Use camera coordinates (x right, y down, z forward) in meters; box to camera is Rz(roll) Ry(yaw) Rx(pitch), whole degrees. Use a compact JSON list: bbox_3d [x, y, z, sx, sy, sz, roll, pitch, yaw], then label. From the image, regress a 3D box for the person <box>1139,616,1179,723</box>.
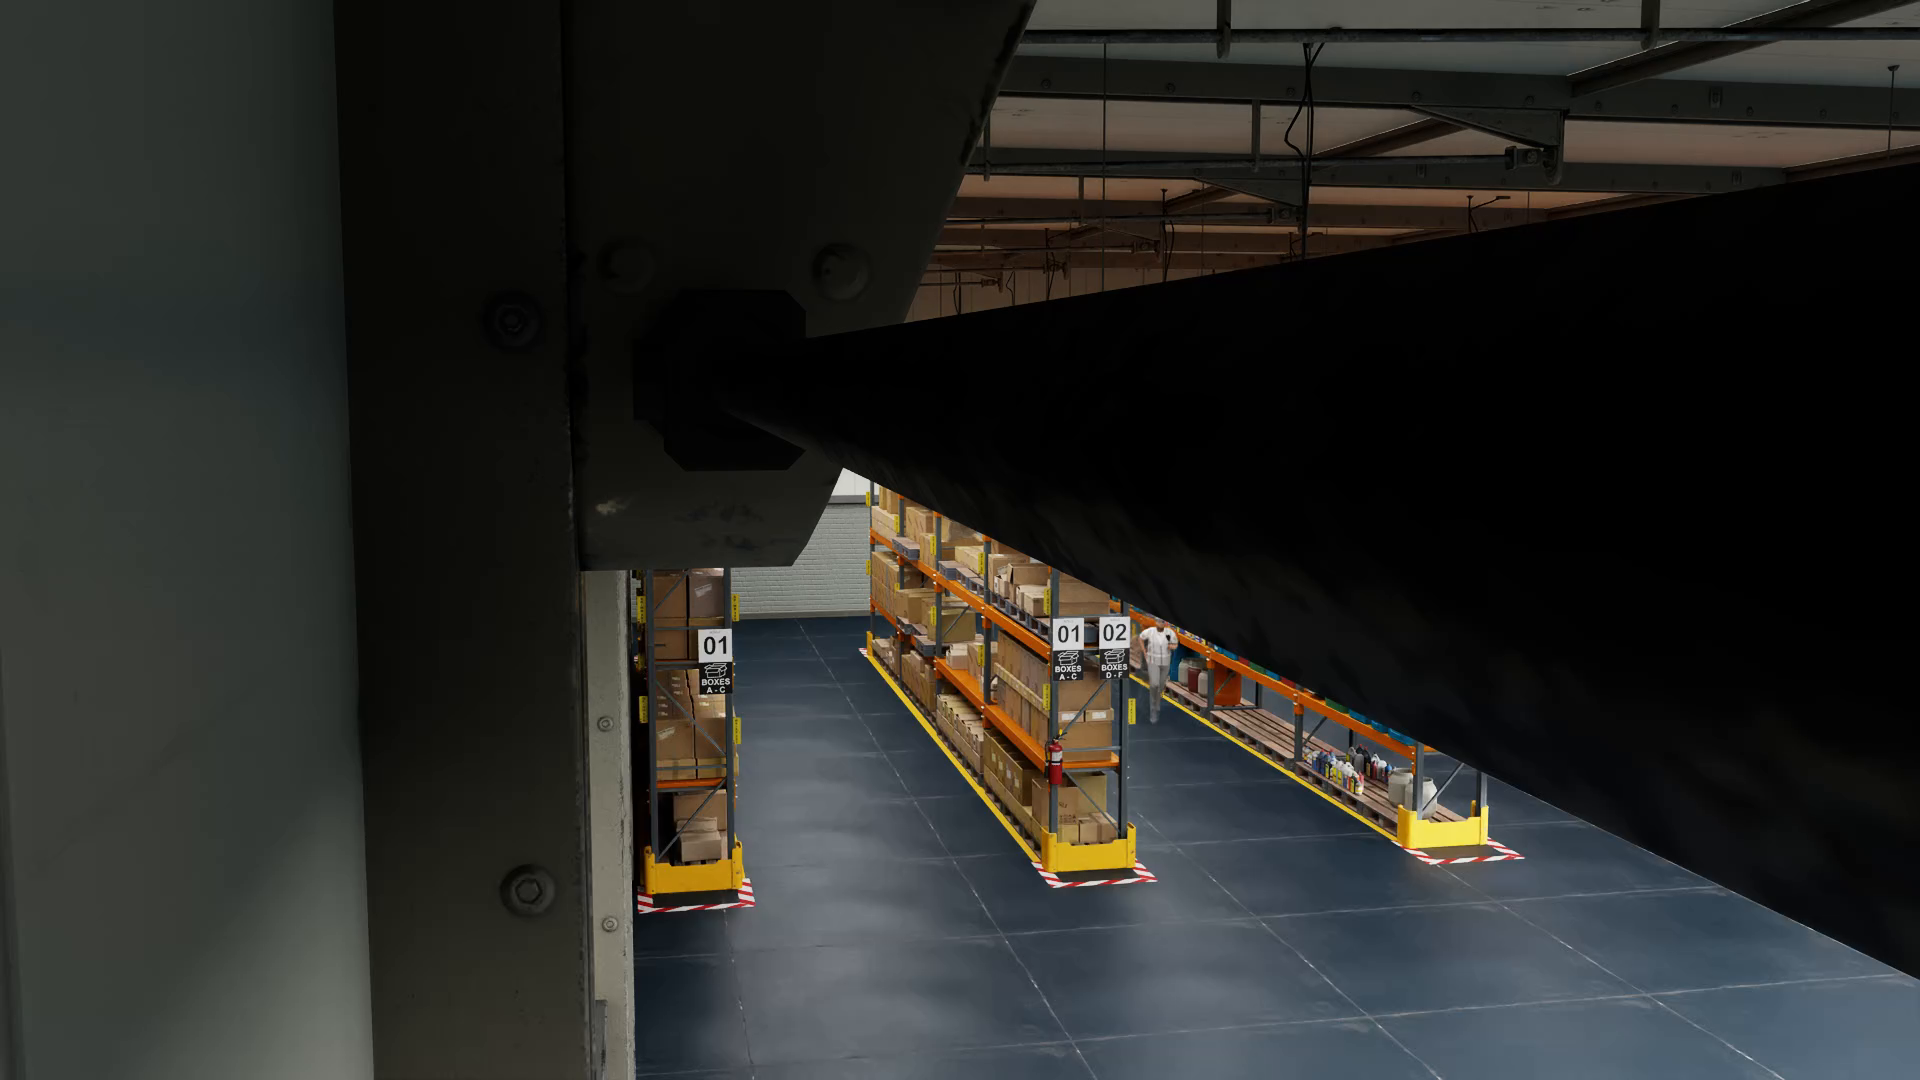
[{"bbox_3d":[3.465,2.194,28.884,0.638,1.905,0.789,-1,6,-9],"label":"person"}]
